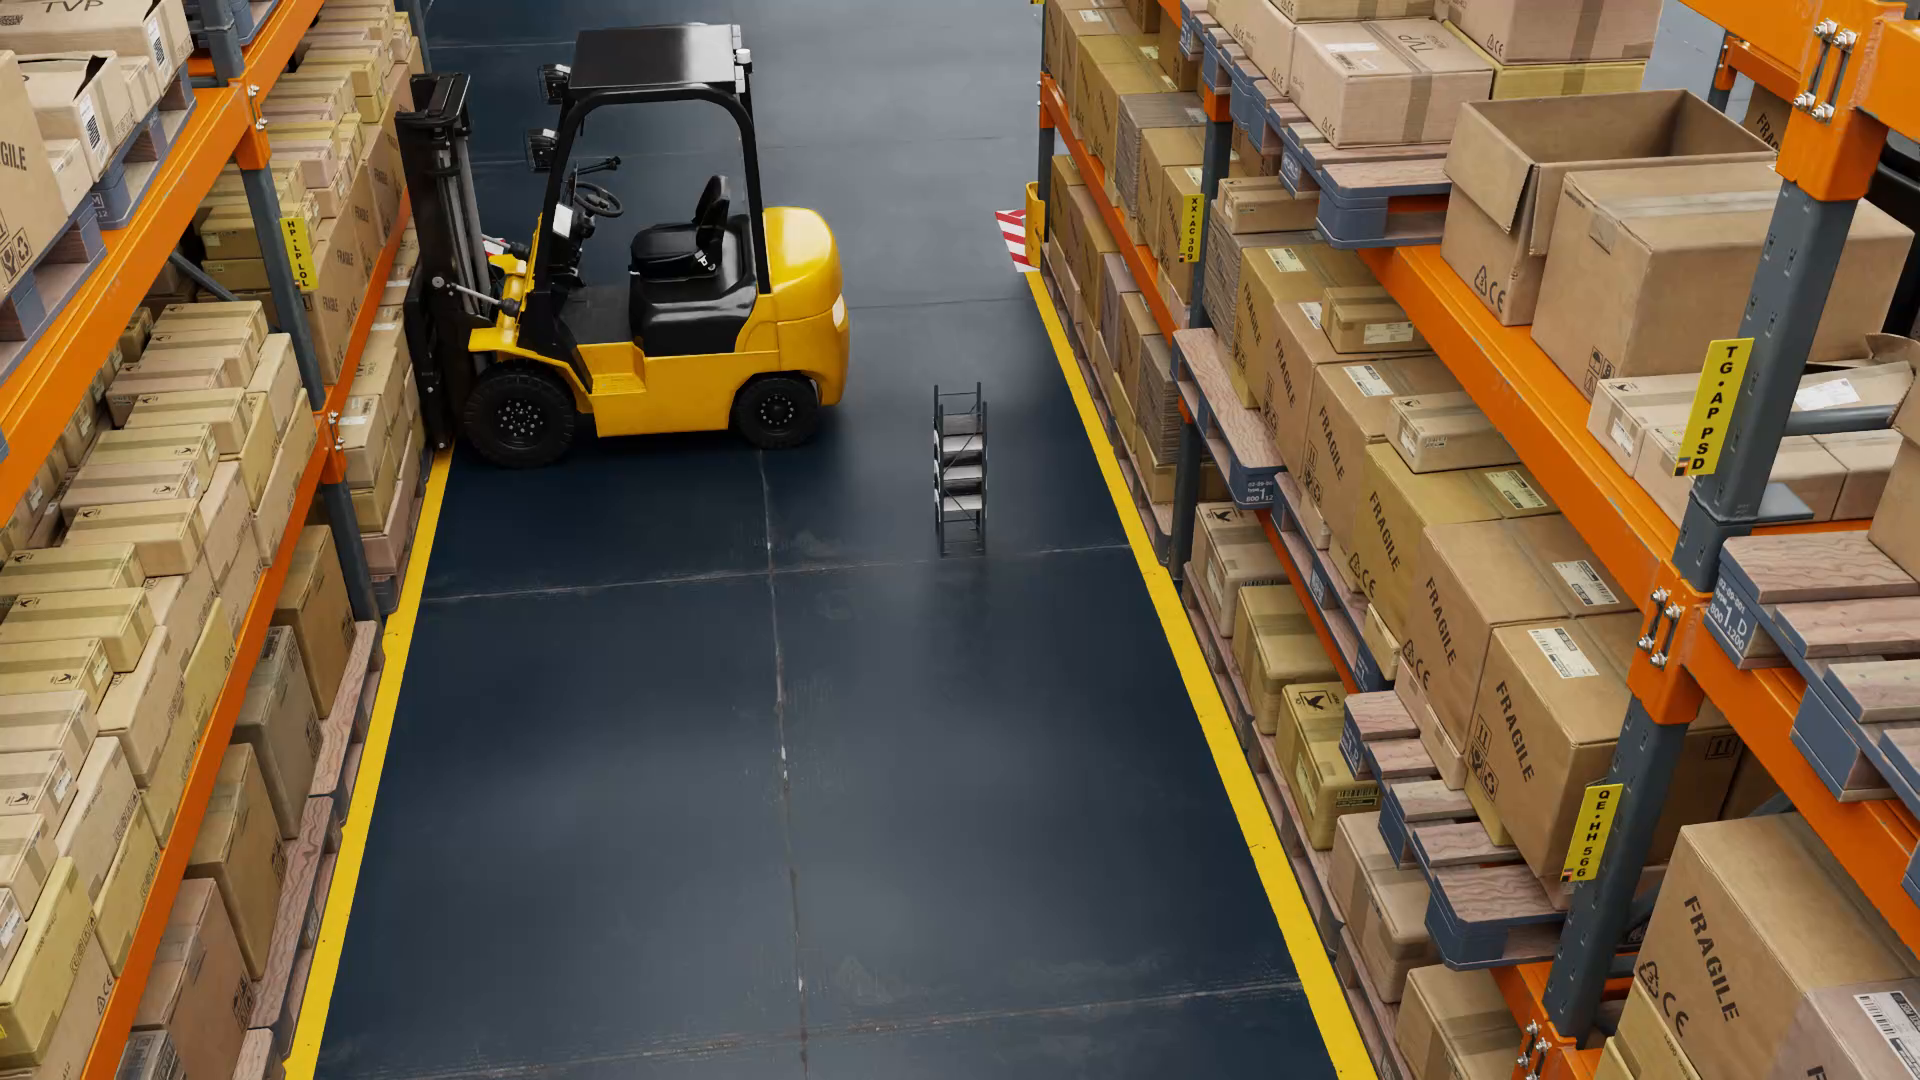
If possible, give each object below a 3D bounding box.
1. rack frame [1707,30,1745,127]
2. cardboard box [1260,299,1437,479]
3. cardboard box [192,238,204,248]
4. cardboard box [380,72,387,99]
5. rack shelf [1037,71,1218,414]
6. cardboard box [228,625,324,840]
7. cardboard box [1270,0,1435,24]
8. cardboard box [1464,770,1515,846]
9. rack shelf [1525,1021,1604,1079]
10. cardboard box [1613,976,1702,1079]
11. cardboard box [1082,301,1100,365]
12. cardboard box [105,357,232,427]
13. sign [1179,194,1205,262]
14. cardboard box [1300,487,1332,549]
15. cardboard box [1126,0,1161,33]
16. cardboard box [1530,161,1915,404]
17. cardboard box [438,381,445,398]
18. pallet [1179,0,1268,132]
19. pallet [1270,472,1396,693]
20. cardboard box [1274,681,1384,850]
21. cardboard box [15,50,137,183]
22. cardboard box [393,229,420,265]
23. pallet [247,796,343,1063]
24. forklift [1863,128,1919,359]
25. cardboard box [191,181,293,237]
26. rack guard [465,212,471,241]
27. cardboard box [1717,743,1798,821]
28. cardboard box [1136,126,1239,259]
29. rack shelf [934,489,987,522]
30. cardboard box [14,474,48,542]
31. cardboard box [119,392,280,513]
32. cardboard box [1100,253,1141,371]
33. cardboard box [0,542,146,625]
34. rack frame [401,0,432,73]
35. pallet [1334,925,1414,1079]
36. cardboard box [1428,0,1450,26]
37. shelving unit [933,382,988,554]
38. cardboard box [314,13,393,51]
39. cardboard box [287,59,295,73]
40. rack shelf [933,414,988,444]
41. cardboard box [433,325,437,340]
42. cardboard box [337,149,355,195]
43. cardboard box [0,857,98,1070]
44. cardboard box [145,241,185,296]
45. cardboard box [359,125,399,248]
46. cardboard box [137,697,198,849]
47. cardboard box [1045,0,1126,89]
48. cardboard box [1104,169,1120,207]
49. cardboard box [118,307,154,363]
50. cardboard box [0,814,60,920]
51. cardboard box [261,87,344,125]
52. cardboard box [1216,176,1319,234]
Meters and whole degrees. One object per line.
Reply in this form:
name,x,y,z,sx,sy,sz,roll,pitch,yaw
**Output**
rack frame,5.939,-3.758,11.730,1.000,3.000,0.127,-4,35,-6
cardboard box,1.486,-0.593,6.359,0.500,0.500,0.500,-5,35,-7
cardboard box,-3.724,-1.266,7.985,0.500,0.500,0.500,-4,34,-6
cardboard box,-3.403,-2.511,9.235,0.380,0.149,0.250,-5,35,-8
rack shelf,1.317,-1.913,9.662,1.077,0.370,4.000,-4,35,-6
cardboard box,-3.154,0.815,6.755,0.875,0.625,0.625,-5,35,-7
cardboard box,1.344,-2.018,5.830,0.500,0.250,0.500,-5,35,-7
cardboard box,1.739,0.759,4.952,0.380,0.149,0.250,-4,34,-6
rack shelf,2.393,2.551,3.111,1.077,0.370,4.000,-4,35,-6
cardboard box,1.947,1.294,4.005,0.500,0.250,0.500,-5,35,-7
cardboard box,1.029,-1.304,10.197,0.500,0.250,0.500,-2,34,-3
cardboard box,-3.033,-0.569,6.385,0.380,0.149,0.250,-4,35,-6
sign,1.049,-1.407,7.511,0.100,0.325,0.005,-4,35,-6
cardboard box,1.495,-0.103,6.216,0.380,0.149,0.250,-3,34,-5
cardboard box,1.394,-3.353,9.894,0.700,0.500,0.500,-4,34,-6
cardboard box,2.006,-0.673,4.450,0.700,0.500,0.500,-4,35,-6
cardboard box,-3.286,-0.902,9.607,0.500,0.250,0.500,-3,34,-5
pallet,1.563,-1.904,6.512,1.213,0.211,1.003,-4,35,-6
pallet,1.817,0.115,6.216,1.003,0.211,1.213,-4,35,-6
cardboard box,1.854,0.899,6.856,0.950,0.372,0.625,-3,34,-5
cardboard box,-2.890,-1.320,5.106,0.500,0.311,0.500,-5,35,-8
cardboard box,-3.347,-1.601,9.744,0.500,0.250,0.500,-4,34,-6
pallet,-3.027,1.526,6.452,1.003,0.211,1.213,-4,35,-6
forklift,4.076,-0.217,6.595,3.031,2.935,1.130,-9,35,-13
cardboard box,-3.223,-1.487,7.468,0.380,0.149,0.250,-4,34,-6
rack guard,-3.873,-1.929,11.266,1.175,0.500,0.348,-4,35,-6
cardboard box,2.293,0.531,4.710,0.500,0.500,0.500,-5,35,-8
cardboard box,1.204,-1.775,8.466,0.500,0.500,0.500,-3,34,-5
rack shelf,0.001,-0.191,8.739,0.258,0.077,0.200,-4,35,-6
cardboard box,-3.378,-0.098,5.694,0.380,0.149,0.250,-5,35,-7
cardboard box,-2.937,-0.320,6.374,0.500,0.250,0.500,-5,35,-8
cardboard box,1.100,-1.320,9.555,0.500,0.500,0.500,-3,34,-4
cardboard box,-2.860,0.149,5.332,0.380,0.149,0.250,-4,35,-6
rack frame,-3.870,-2.949,10.542,1.000,3.000,0.127,-4,35,-6
pallet,2.020,1.854,5.971,1.003,0.211,1.213,-4,35,-6
cardboard box,1.871,-1.848,6.023,0.500,0.250,0.500,-4,34,-6
shelving unit,0.001,-0.367,8.619,0.258,0.900,0.210,-4,35,-6
cardboard box,-3.487,-2.918,9.568,0.380,0.149,0.250,-4,34,-5
cardboard box,-3.982,-2.620,9.395,0.380,0.149,0.250,-6,35,-8
rack shelf,0.001,-0.563,8.485,0.258,0.077,0.200,-4,35,-6
cardboard box,-3.348,-1.377,9.861,0.500,0.250,0.500,-5,35,-7
cardboard box,-3.207,-1.801,8.193,0.380,0.149,0.250,-5,35,-7
cardboard box,-2.587,1.103,4.286,0.500,0.250,0.500,-4,35,-6
cardboard box,-3.630,-1.186,7.290,0.380,0.149,0.250,-5,35,-7
cardboard box,-3.336,-1.879,8.884,0.500,0.500,0.500,-4,34,-6
cardboard box,-2.751,0.743,5.257,0.500,0.250,0.500,-5,35,-8
cardboard box,0.837,-3.206,10.566,0.500,0.500,0.500,-5,35,-7
cardboard box,1.025,-2.000,9.372,0.380,0.149,0.250,-4,34,-6
cardboard box,-3.498,-0.814,6.744,0.380,0.149,0.250,-5,35,-7
cardboard box,-2.582,0.857,4.292,0.380,0.149,0.250,-4,34,-5
cardboard box,-3.384,-2.200,8.514,0.380,0.149,0.250,-4,35,-6
cardboard box,1.299,-1.411,6.984,0.380,0.149,0.250,-5,35,-7
